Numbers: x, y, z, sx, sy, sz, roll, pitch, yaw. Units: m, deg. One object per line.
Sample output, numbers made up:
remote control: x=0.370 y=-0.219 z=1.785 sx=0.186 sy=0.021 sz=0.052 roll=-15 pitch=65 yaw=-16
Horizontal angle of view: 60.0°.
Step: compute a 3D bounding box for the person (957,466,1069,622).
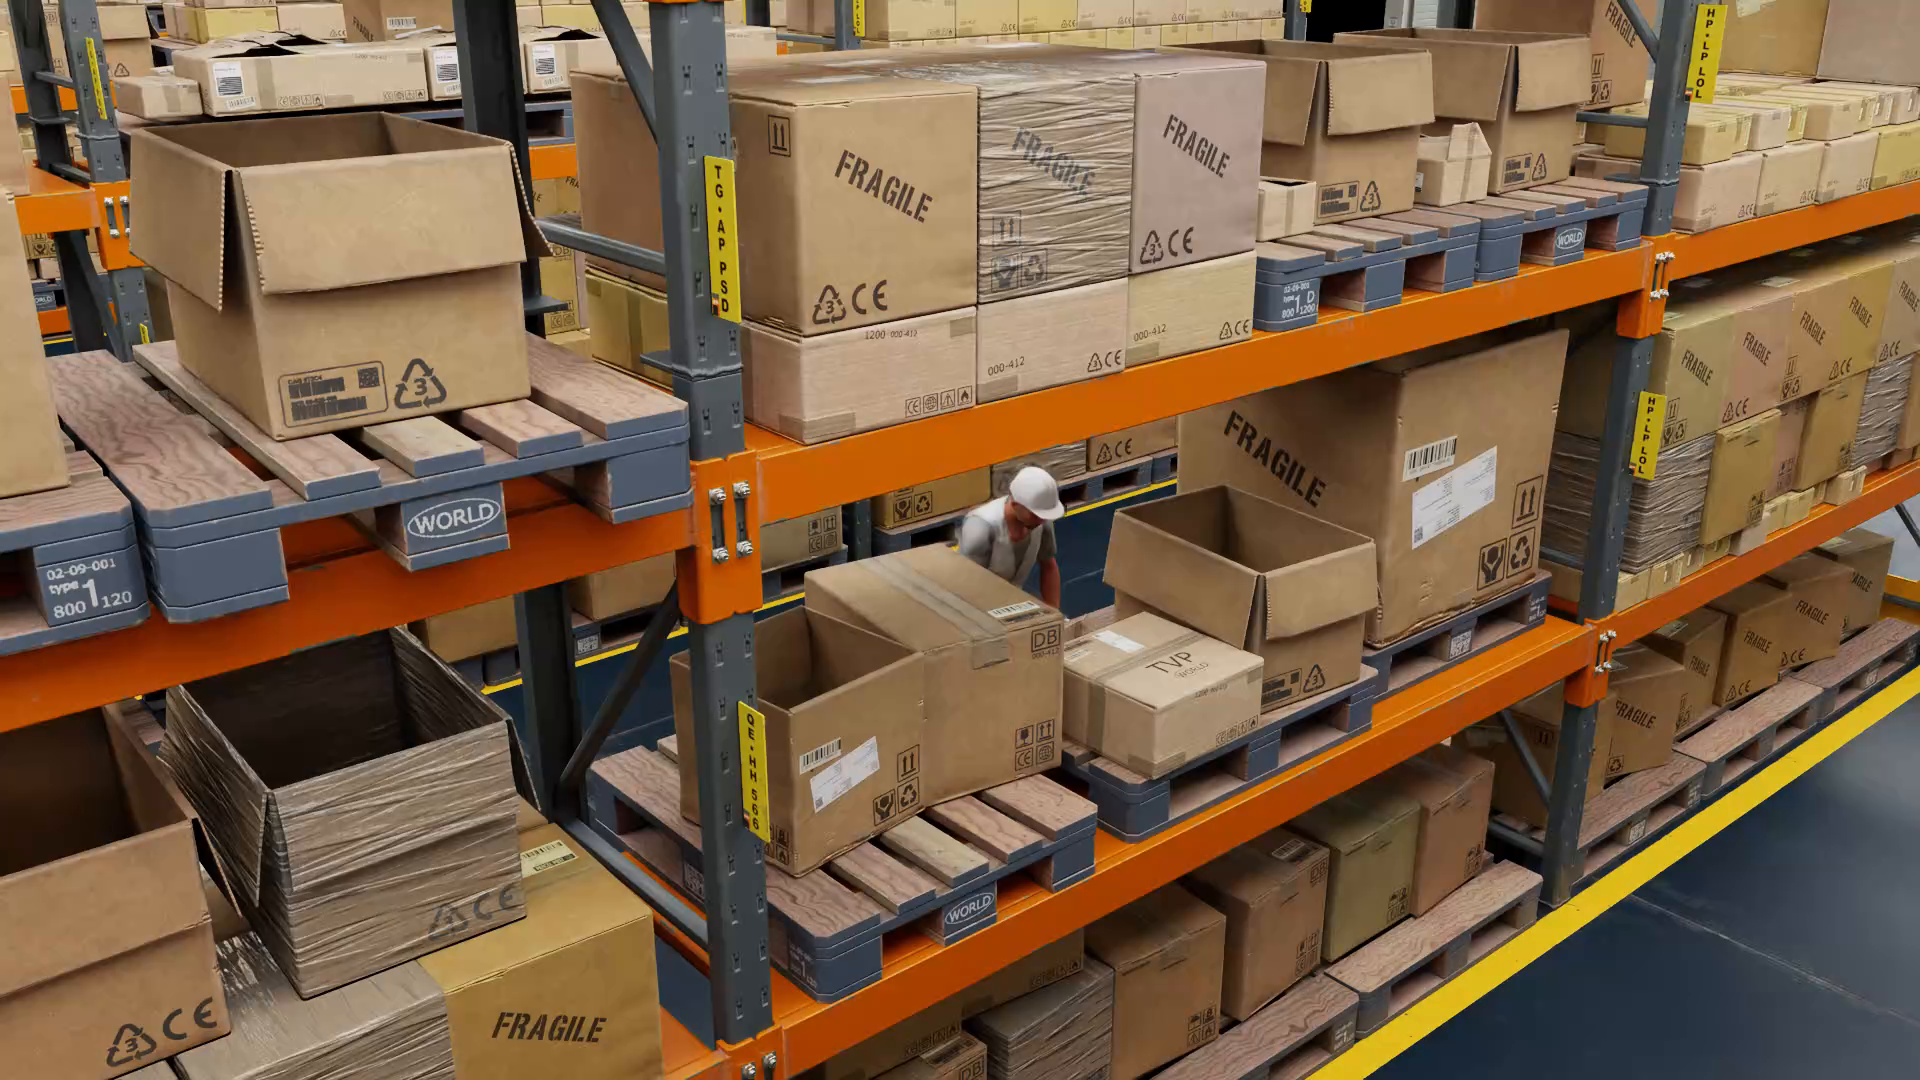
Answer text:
person: x=0.225 y=0.398 z=7.729 sx=0.568 sy=1.627 sz=0.602 roll=-16 pitch=26 yaw=-37
